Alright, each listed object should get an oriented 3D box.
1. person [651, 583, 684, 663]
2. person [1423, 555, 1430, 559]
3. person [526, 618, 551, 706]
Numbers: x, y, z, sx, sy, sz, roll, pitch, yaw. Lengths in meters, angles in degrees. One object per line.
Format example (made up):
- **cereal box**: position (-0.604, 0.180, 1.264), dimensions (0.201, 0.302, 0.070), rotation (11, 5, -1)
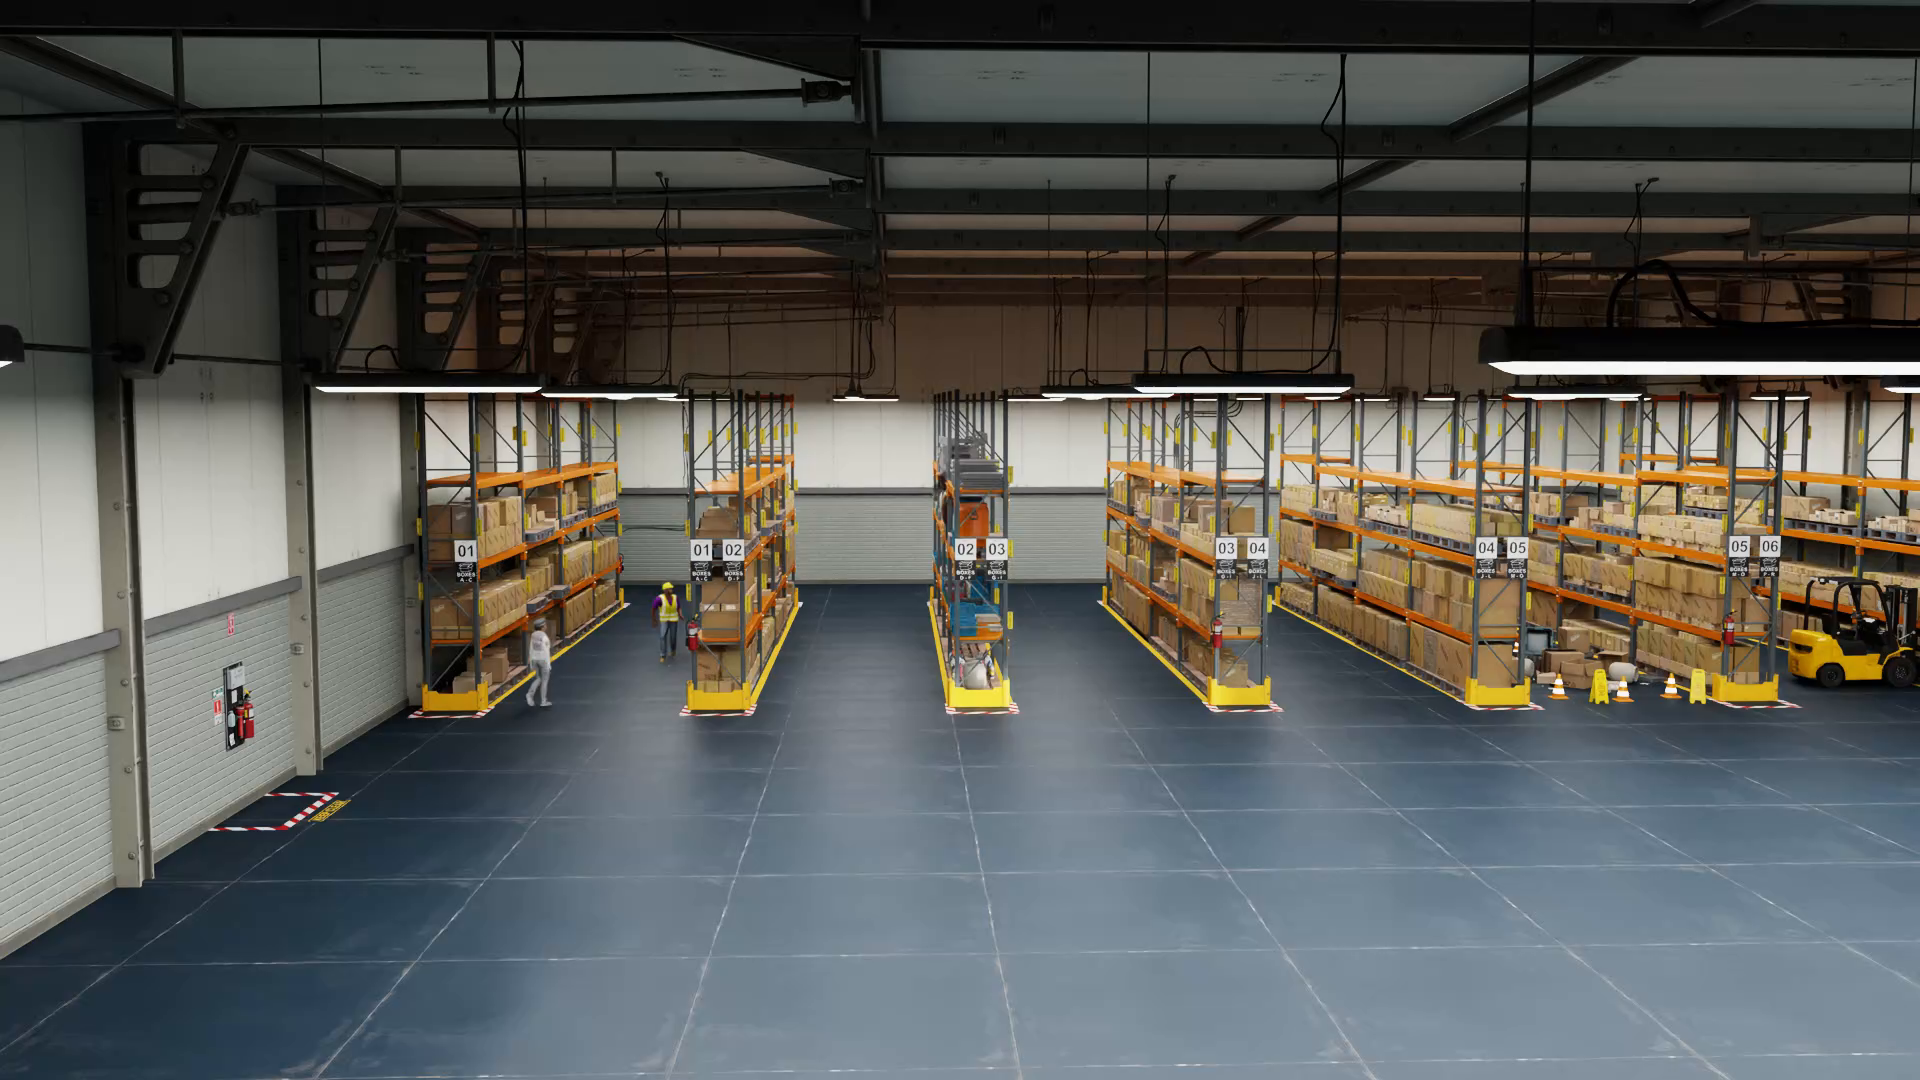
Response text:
- **person**: position (-6.542, 1.838, 37.286), dimensions (0.740, 1.770, 0.953), rotation (0, 5, -2)
- **person**: position (12.769, 1.216, 45.464), dimensions (0.342, 1.603, 0.433), rotation (1, 5, 15)
- **person**: position (-7.963, 2.309, 31.438), dimensions (0.507, 1.683, 0.468), rotation (3, 5, 29)
